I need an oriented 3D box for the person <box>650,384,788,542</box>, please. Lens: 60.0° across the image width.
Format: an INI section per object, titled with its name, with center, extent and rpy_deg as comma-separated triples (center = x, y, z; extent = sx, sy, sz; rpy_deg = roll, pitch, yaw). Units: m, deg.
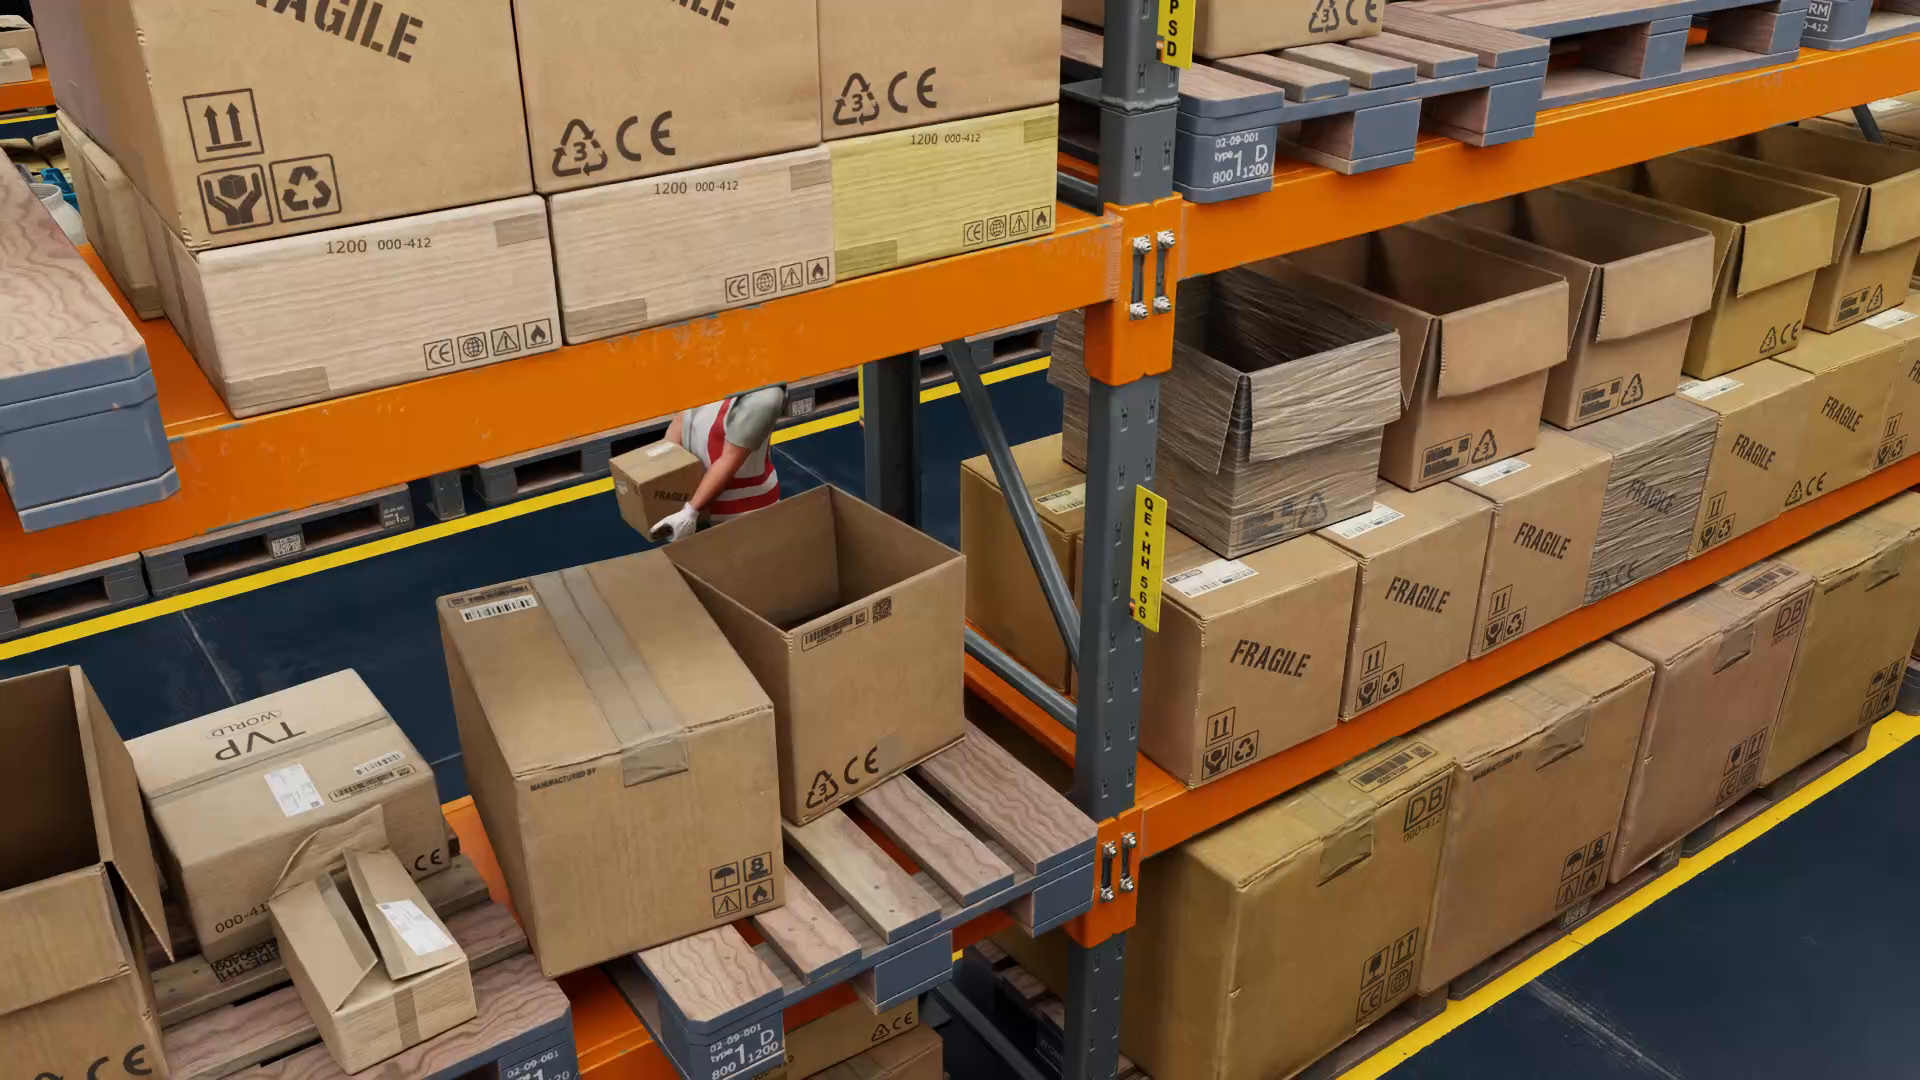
[person]
center = -0.947, -0.078, 6.250
extent = 0.572, 1.783, 0.494
rpy_deg = -19, 33, -31
